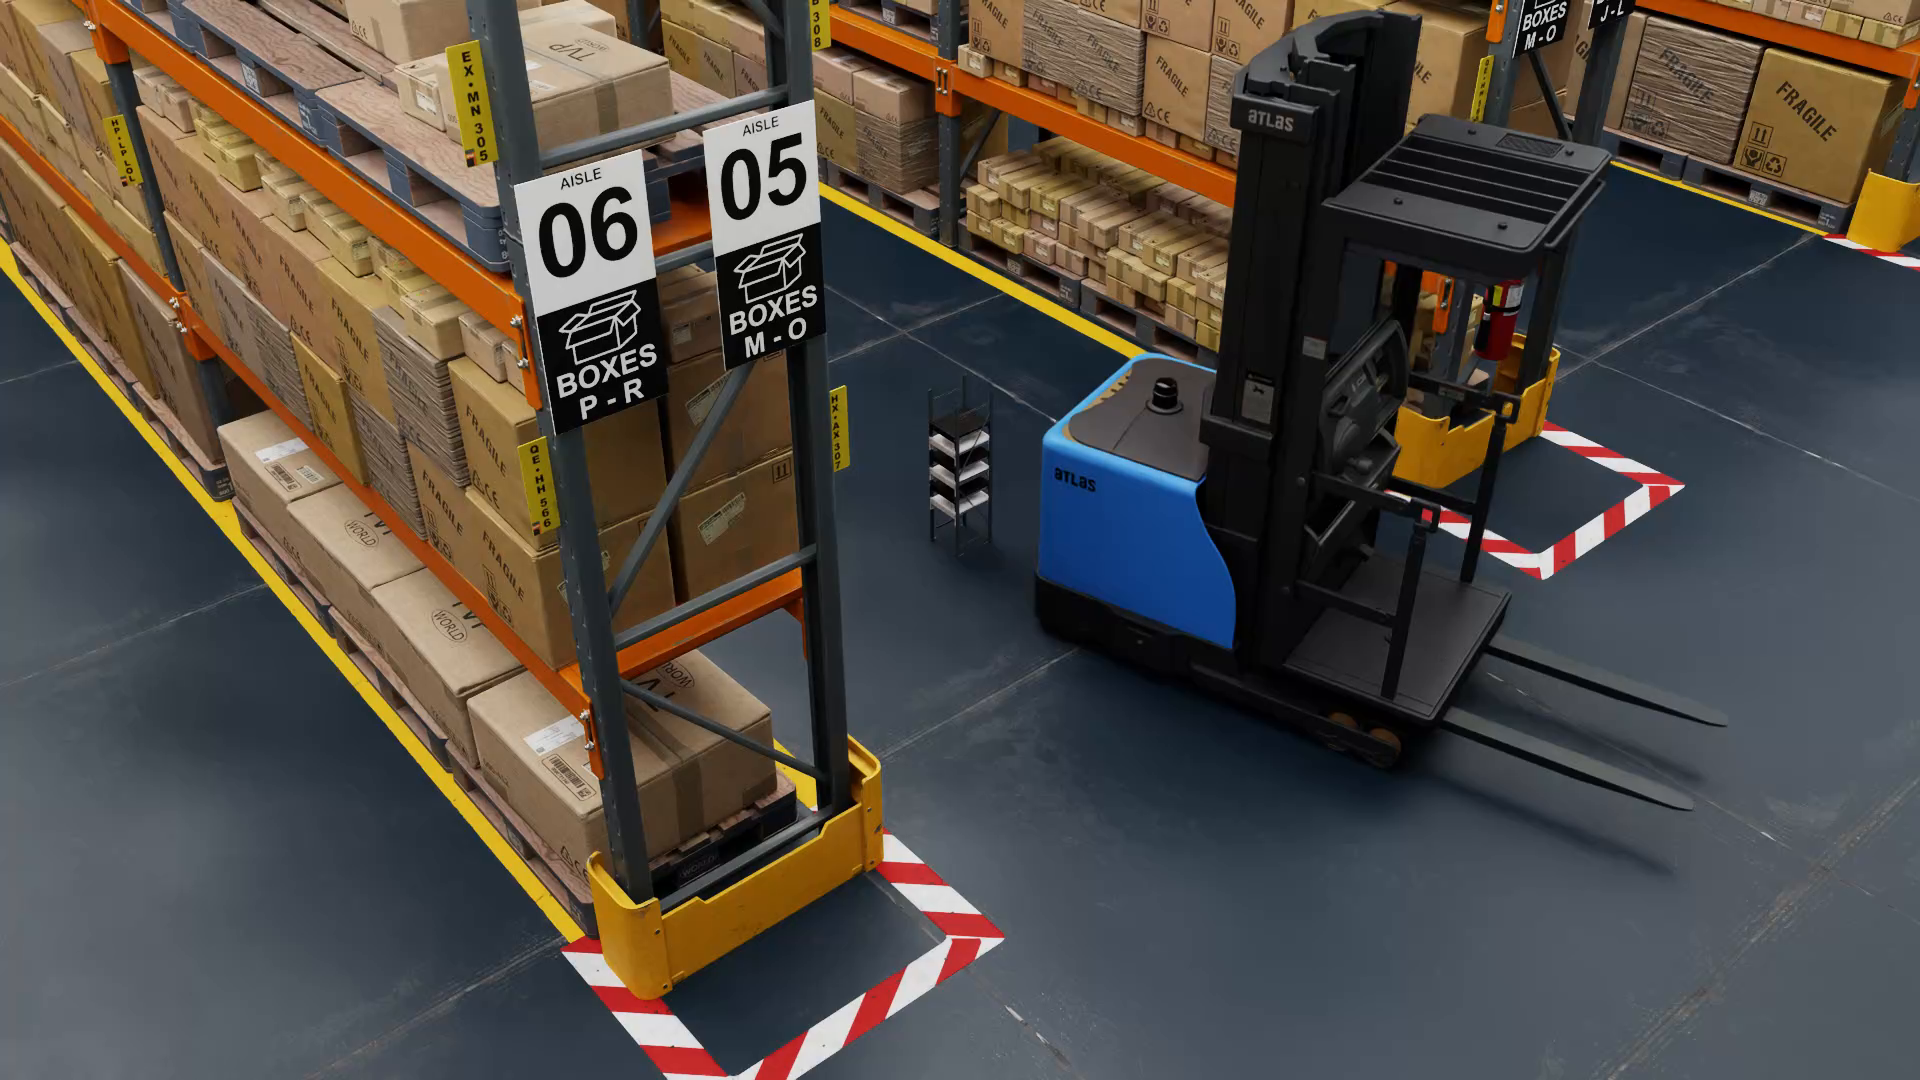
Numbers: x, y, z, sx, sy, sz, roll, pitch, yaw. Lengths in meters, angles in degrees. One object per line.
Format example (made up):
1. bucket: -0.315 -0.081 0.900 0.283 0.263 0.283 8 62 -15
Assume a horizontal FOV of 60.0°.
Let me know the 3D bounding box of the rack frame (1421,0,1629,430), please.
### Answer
1. rack frame: 2.859 -1.681 8.429 1.000 3.000 0.127 -26 43 -32

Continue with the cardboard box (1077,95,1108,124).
1. cardboard box: 0.930 -2.655 10.021 0.380 0.149 0.250 -25 42 -31

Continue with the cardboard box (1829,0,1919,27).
1. cardboard box: 6.198 -3.661 11.098 0.500 0.250 0.500 -27 43 -32

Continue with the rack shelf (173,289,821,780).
1. rack shelf: -2.148 -0.379 7.214 1.077 0.370 4.000 -26 43 -32

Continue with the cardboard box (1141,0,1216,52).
1. cardboard box: 1.360 -3.042 9.143 0.500 0.500 0.500 -28 44 -33

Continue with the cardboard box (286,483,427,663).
1. cardboard box: -2.537 0.031 7.866 0.875 0.438 0.875 -27 44 -33

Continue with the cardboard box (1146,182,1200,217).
1. cardboard box: 1.421 -2.203 10.755 0.380 0.149 0.250 -28 44 -34

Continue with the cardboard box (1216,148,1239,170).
1. cardboard box: 1.669 -2.218 9.405 0.380 0.149 0.250 -28 44 -34

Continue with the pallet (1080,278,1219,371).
1. pallet: 1.530 -1.486 10.567 1.003 0.211 1.213 -26 43 -32

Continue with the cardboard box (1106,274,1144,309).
1. cardboard box: 1.135 -1.616 10.441 0.380 0.149 0.250 -27 44 -33

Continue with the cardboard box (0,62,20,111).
1. cardboard box: -5.237 -2.696 9.559 0.500 0.250 0.500 -26 43 -32

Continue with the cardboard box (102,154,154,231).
1. cardboard box: -3.909 -1.803 8.298 0.500 0.250 0.500 -26 43 -32

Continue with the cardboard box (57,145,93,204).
1. cardboard box: -4.559 -2.054 9.085 0.500 0.250 0.500 -27 44 -33

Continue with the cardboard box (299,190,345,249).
1. cardboard box: -2.262 -1.253 6.312 0.380 0.149 0.250 -25 42 -30

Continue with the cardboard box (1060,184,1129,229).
1. cardboard box: 0.861 -2.124 10.644 0.380 0.149 0.250 -27 43 -33

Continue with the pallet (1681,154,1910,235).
1. pallet: 6.137 -2.672 12.241 1.003 0.211 1.213 -26 43 -32

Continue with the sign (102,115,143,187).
1. sign: -3.847 -1.789 7.649 0.100 0.325 0.005 -26 43 -32

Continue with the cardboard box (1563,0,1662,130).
1. cardboard box: 5.077 -3.838 12.950 0.875 0.875 0.875 -26 43 -32

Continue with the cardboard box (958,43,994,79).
1. cardboard box: 0.210 -3.097 10.646 0.380 0.149 0.250 -24 42 -30

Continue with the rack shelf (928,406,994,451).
1. rack shelf: 0.005 -0.557 8.249 0.258 0.077 0.200 -26 43 -32

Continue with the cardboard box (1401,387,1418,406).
1. cardboard box: 2.360 -0.843 9.350 0.380 0.149 0.250 -25 42 -31

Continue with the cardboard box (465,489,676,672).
1. cardboard box: -1.371 0.055 5.891 0.500 0.500 0.500 -26 43 -32

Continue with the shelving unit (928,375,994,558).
1. shelving unit: 0.005 -0.364 8.386 0.258 0.900 0.210 -26 43 -32

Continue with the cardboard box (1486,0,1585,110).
1. cardboard box: 2.772 -2.548 8.445 0.500 0.500 0.500 -26 43 -32

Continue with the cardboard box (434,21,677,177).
1. cardboard box: -1.216 -1.330 5.018 0.500 0.250 0.500 30 45 35

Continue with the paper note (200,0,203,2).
1. paper note: -2.657 -1.897 5.772 0.006 0.032 0.123 -26 43 -32

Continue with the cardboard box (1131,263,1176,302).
1. cardboard box: 1.269 -1.620 10.190 0.380 0.149 0.250 -26 43 -31

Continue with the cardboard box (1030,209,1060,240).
1. cardboard box: 0.684 -2.124 10.901 0.380 0.149 0.250 -26 43 -32

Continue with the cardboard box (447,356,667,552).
1. cardboard box: -1.350 -0.363 5.616 0.500 0.500 0.500 -25 42 -30

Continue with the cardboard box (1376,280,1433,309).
1. cardboard box: 2.511 -1.366 9.573 0.380 0.149 0.250 -25 42 -31

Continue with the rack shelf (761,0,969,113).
1. rack shelf: -1.013 -4.036 12.377 1.077 0.370 4.000 -26 43 -32

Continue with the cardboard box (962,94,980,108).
1. cardboard box: 0.003 -3.329 11.907 0.500 0.250 0.500 -28 44 -34

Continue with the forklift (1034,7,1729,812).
1. forklift: 1.871 -0.558 6.903 3.031 2.935 1.130 21 40 26

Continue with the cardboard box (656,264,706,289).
1. cardboard box: -1.098 -0.852 5.747 0.380 0.149 0.250 -25 42 -31

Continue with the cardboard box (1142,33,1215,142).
1. cardboard box: 1.395 -2.619 9.410 0.500 0.500 0.500 -24 42 -30

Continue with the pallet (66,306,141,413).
1. pallet: -4.786 -1.269 10.261 1.003 0.211 1.213 -26 43 -32

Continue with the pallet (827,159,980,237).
1. pallet: -0.226 -2.652 12.213 1.003 0.211 1.213 -26 43 -32

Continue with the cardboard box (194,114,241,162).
1. cardboard box: -2.945 -1.696 6.938 0.380 0.149 0.250 -26 43 -32

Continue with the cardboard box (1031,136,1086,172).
1. cardboard box: 0.706 -2.637 11.368 0.380 0.149 0.250 -25 42 -31

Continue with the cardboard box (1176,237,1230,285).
1. cardboard box: 1.521 -1.663 9.993 0.380 0.149 0.250 -28 44 -33

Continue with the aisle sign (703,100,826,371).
1. aisle sign: -0.589 -0.927 5.115 0.394 0.787 0.004 -26 43 -32

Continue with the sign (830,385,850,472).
1. sign: -0.429 -0.380 5.774 0.100 0.325 0.005 -26 43 -32

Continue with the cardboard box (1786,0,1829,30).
1. cardboard box: 5.901 -3.644 11.418 0.380 0.149 0.250 -26 43 -32

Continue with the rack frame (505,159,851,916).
1. rack frame: -0.857 0.210 5.759 1.000 3.000 0.127 -26 43 -32

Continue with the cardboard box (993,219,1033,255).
1. cardboard box: 0.439 -2.057 11.063 0.380 0.149 0.250 -25 42 -31

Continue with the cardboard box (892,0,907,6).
1. cardboard box: -0.298 -3.731 11.179 0.380 0.149 0.250 -26 43 -32

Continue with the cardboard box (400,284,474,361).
1. cardboard box: -1.655 -0.773 5.634 0.380 0.149 0.250 -26 43 -32

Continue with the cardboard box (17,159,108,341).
1. cardboard box: -5.065 -1.895 10.206 0.875 0.875 0.875 -25 43 -31

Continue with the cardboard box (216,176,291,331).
1. cardboard box: -2.673 -1.248 6.867 0.500 0.500 0.500 -25 42 -31

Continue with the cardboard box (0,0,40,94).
1. cardboard box: -4.916 -2.788 9.041 0.500 0.500 0.500 -25 42 -31

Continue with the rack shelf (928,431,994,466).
1. rack shelf: 0.005 -0.483 8.301 0.258 0.077 0.200 -26 43 -32

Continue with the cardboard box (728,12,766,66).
1. cardboard box: -1.407 -3.828 12.612 0.500 0.250 0.500 -26 43 -31

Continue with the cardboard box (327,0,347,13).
1. cardboard box: -2.044 -2.213 6.049 0.500 0.500 0.500 -25 42 -31

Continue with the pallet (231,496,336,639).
1. pallet: -3.008 -0.053 8.543 1.003 0.211 1.213 -26 43 -32

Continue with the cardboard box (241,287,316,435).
1. cardboard box: -2.698 -0.846 7.164 0.500 0.500 0.500 -26 43 -32
